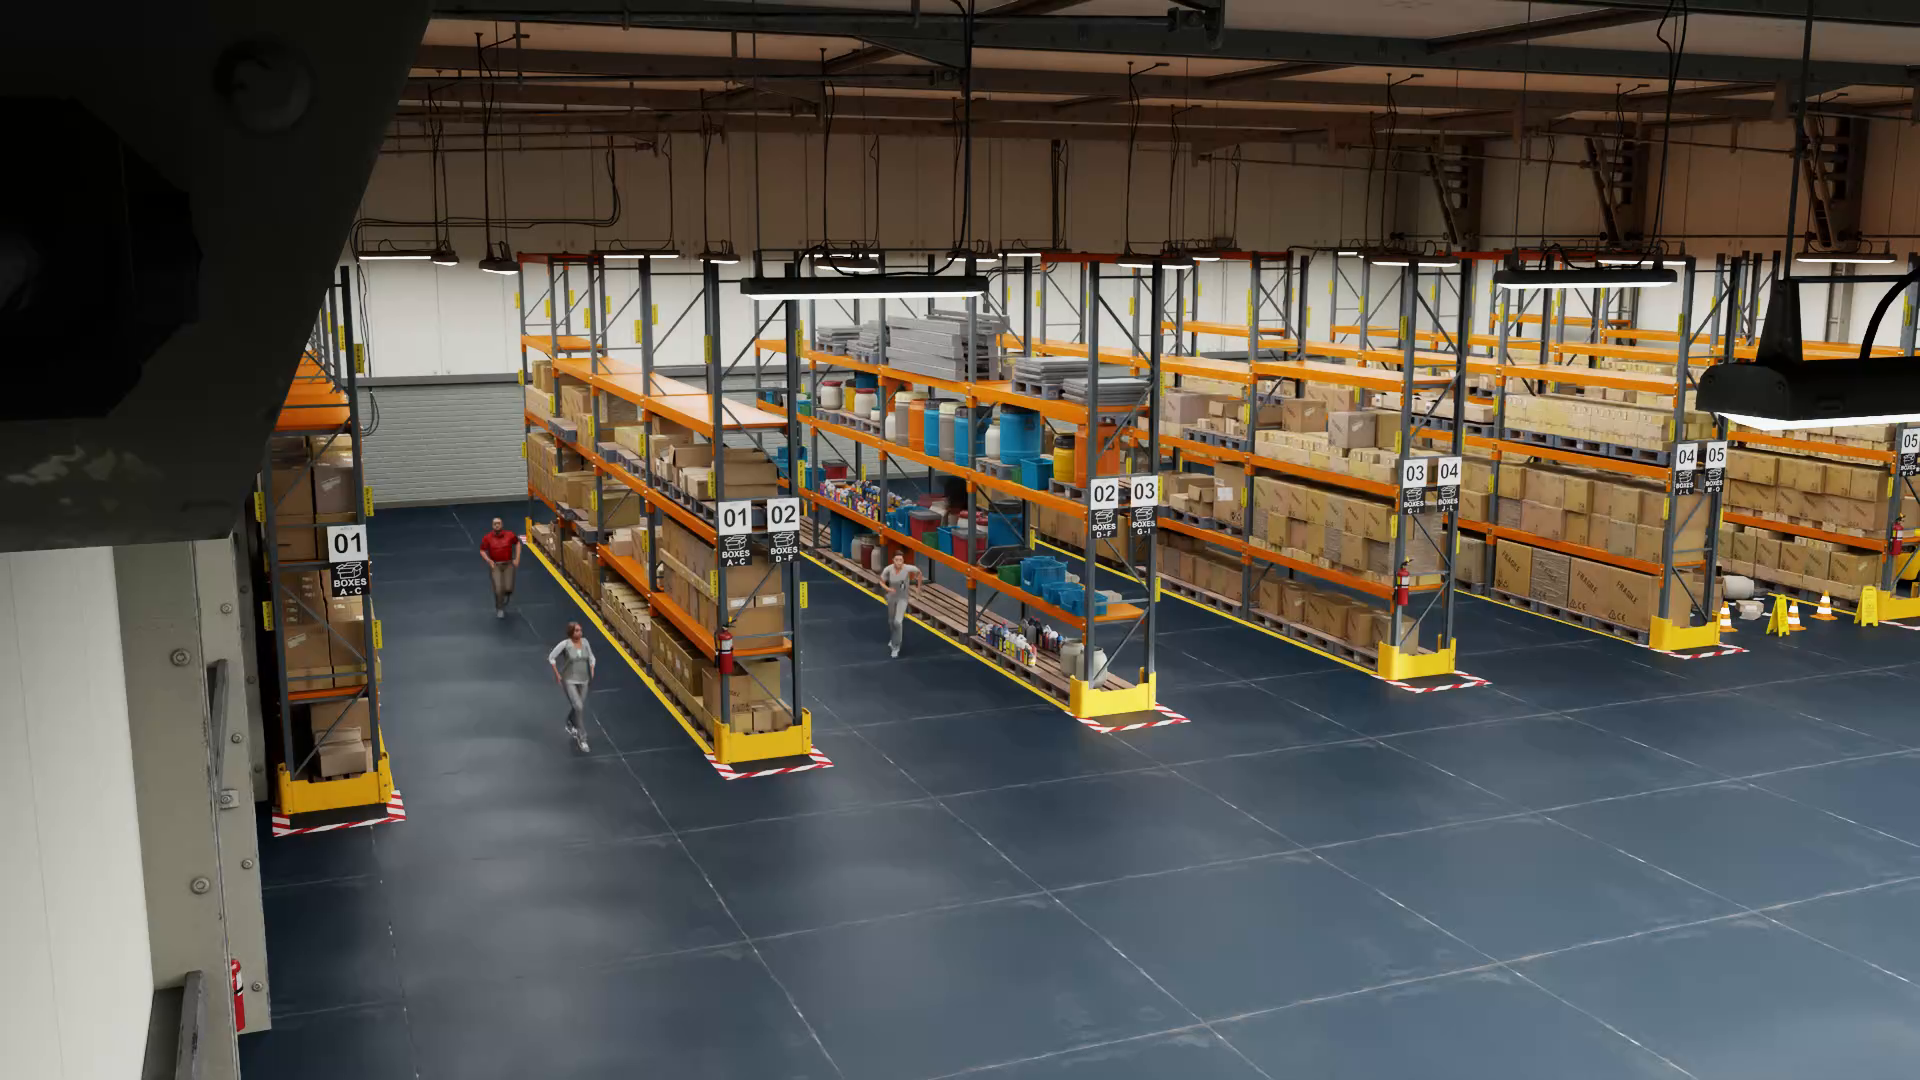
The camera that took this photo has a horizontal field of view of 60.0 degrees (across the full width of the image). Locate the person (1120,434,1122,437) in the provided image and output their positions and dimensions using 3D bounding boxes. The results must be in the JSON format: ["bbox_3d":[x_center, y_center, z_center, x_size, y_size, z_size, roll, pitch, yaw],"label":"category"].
[{"bbox_3d":[3.658,-1.813,40.165,0.674,1.708,0.536,5,11,25],"label":"person"}]

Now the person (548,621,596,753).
[{"bbox_3d":[-4.819,1.820,20.804,0.542,1.616,0.732,-9,13,-40],"label":"person"}]

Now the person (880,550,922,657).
[{"bbox_3d":[-0.898,0.962,25.438,0.612,1.708,0.830,1,10,8],"label":"person"}]

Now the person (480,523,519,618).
[{"bbox_3d":[-7.729,0.480,27.968,0.649,1.628,0.560,-4,11,-19],"label":"person"}]
